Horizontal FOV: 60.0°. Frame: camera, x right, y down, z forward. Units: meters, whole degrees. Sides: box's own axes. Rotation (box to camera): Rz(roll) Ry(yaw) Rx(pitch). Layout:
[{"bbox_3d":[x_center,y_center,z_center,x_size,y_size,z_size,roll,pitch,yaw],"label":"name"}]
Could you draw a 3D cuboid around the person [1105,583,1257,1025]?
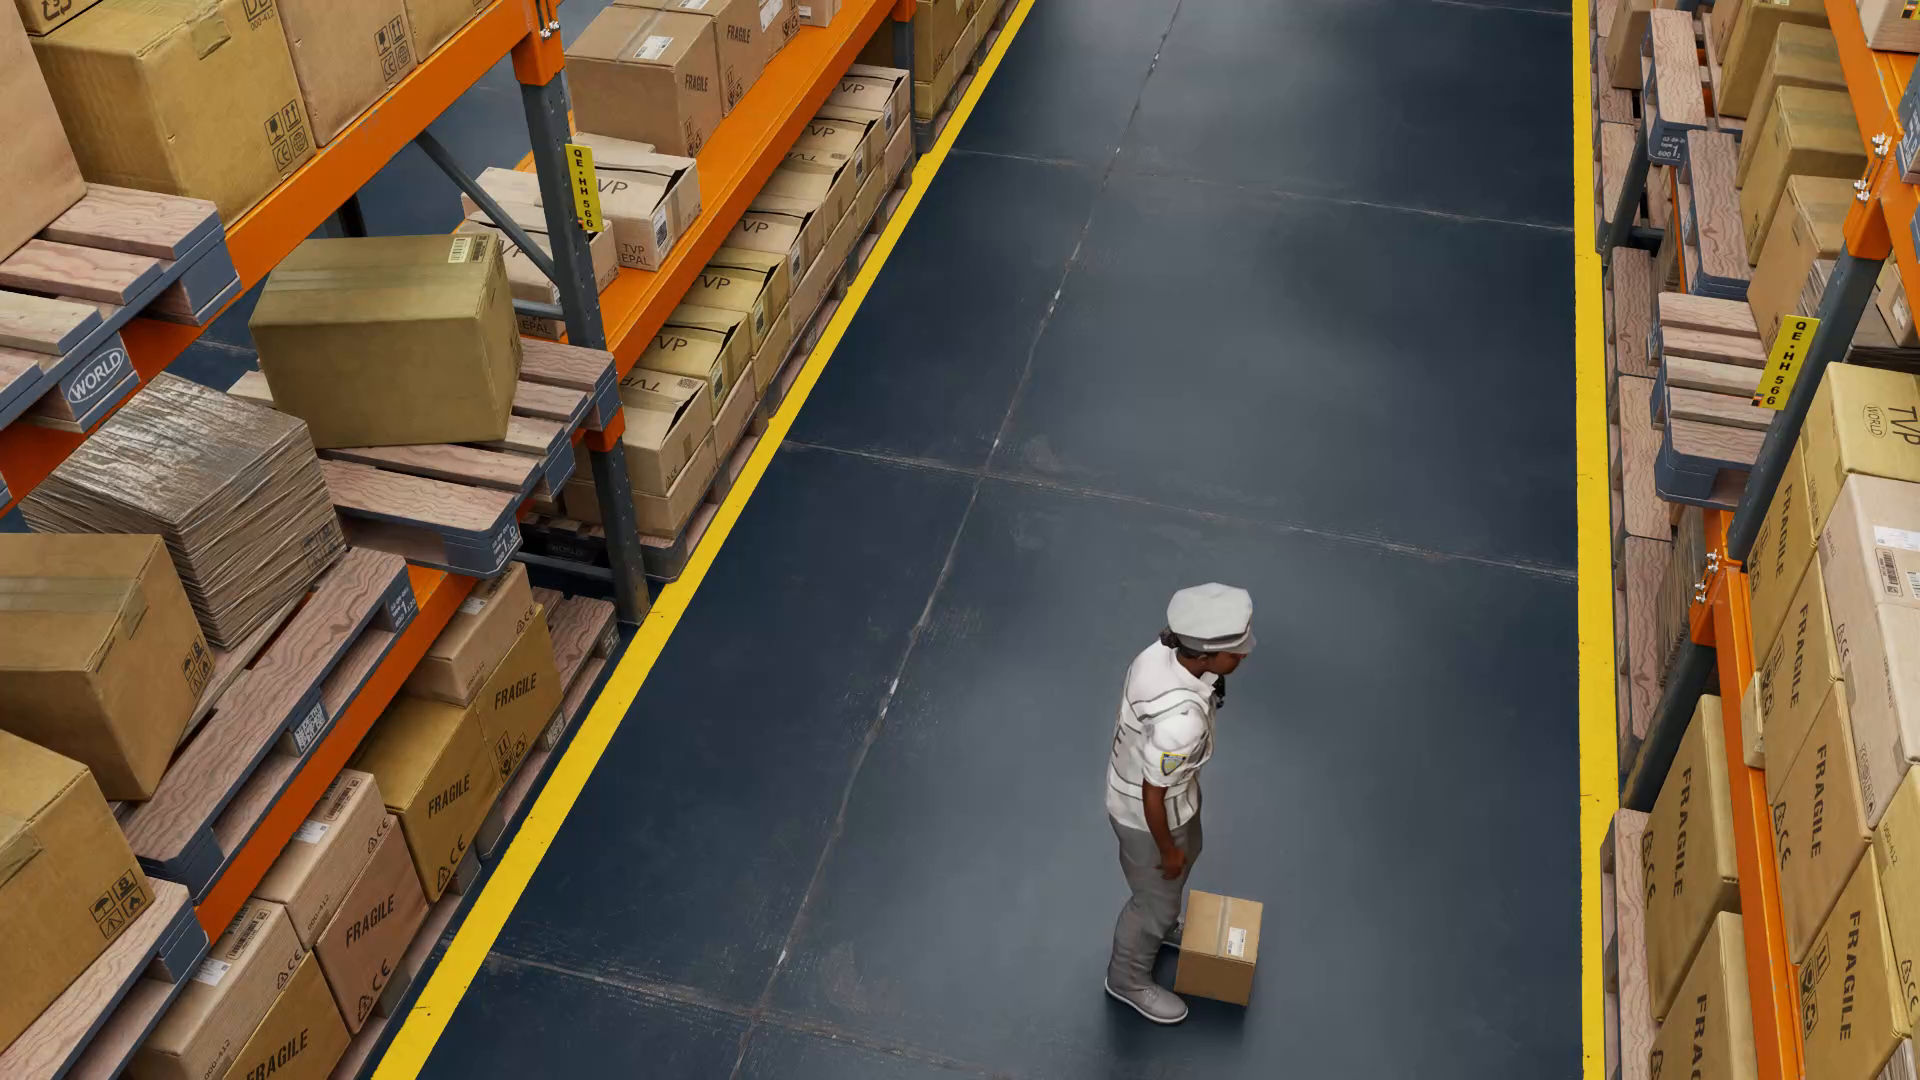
[{"bbox_3d":[0.664,0.819,5.224,0.419,1.661,0.530,8,42,9],"label":"person"}]
